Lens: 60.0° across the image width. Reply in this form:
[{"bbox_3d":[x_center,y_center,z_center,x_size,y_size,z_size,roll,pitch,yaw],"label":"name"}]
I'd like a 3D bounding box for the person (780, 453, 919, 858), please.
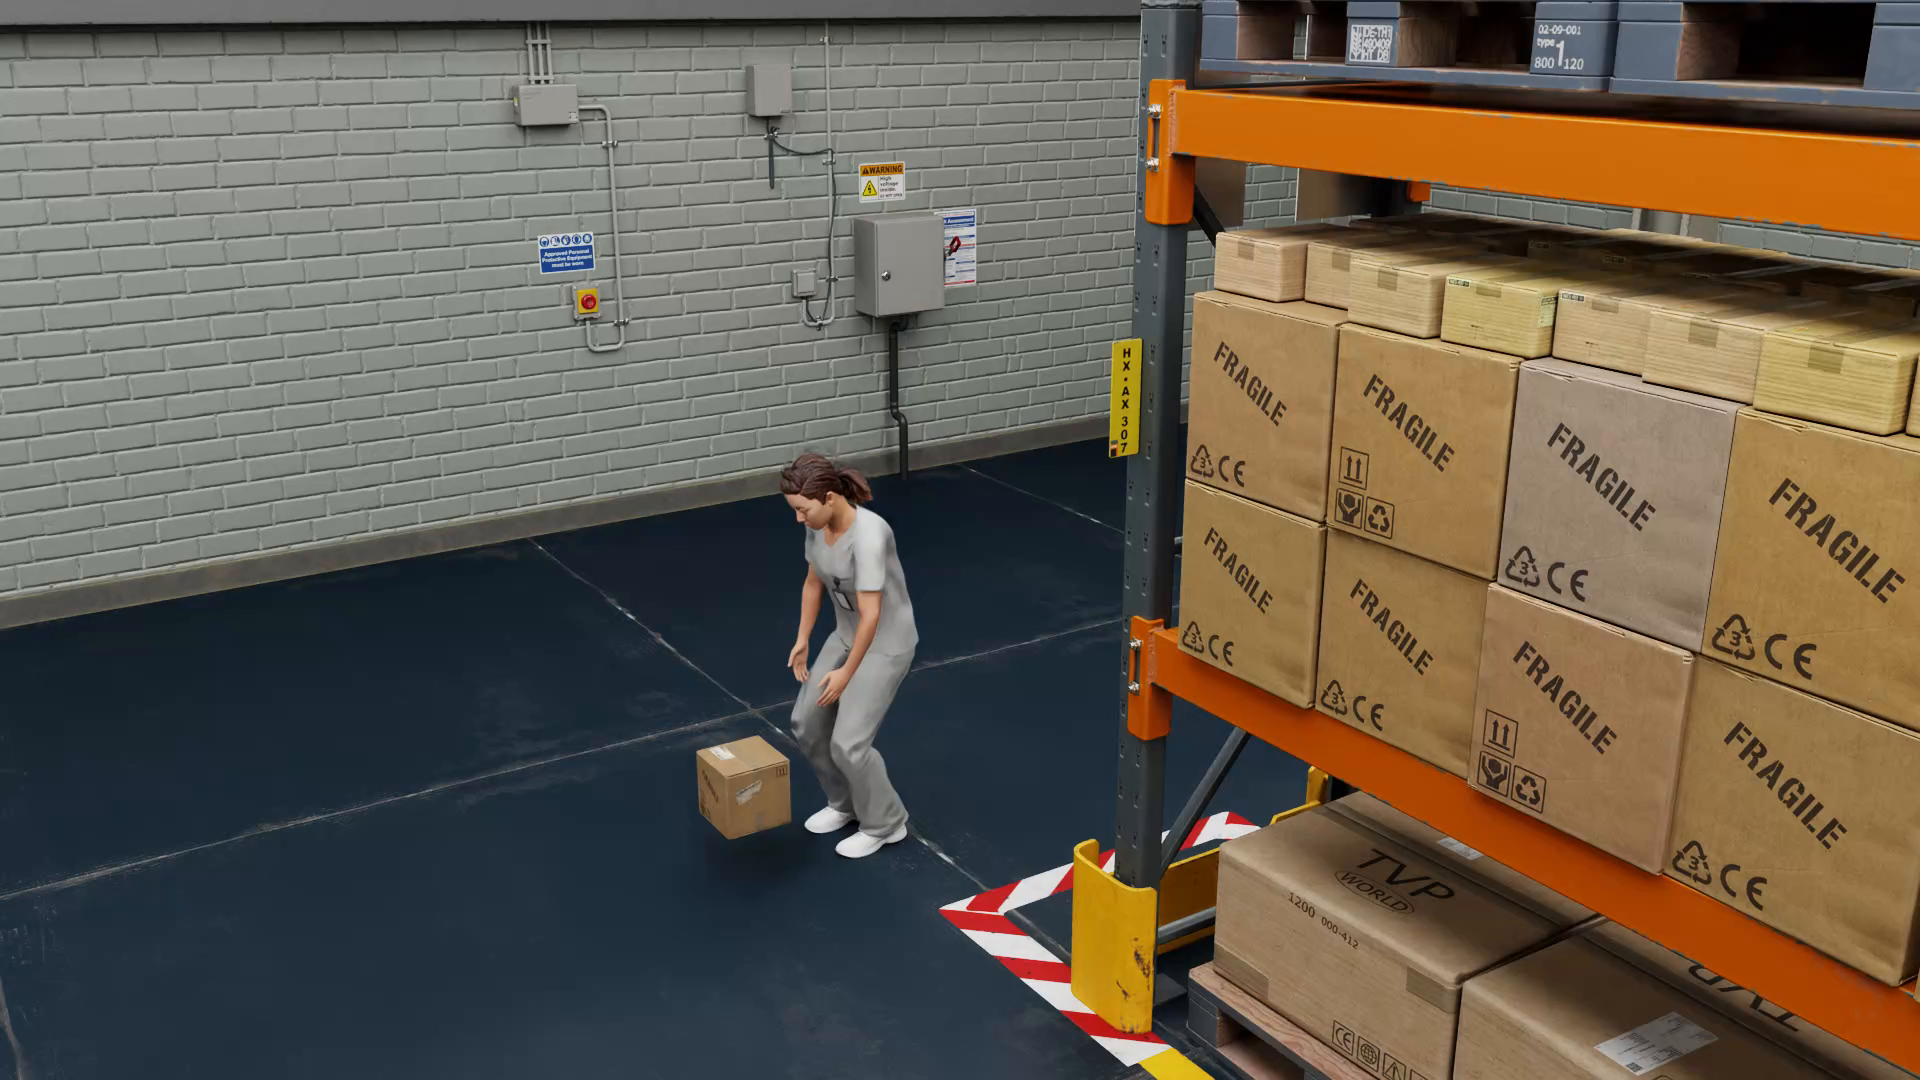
[{"bbox_3d":[-0.397,0.407,6.054,0.510,1.536,0.480,-11,21,-31],"label":"person"}]
